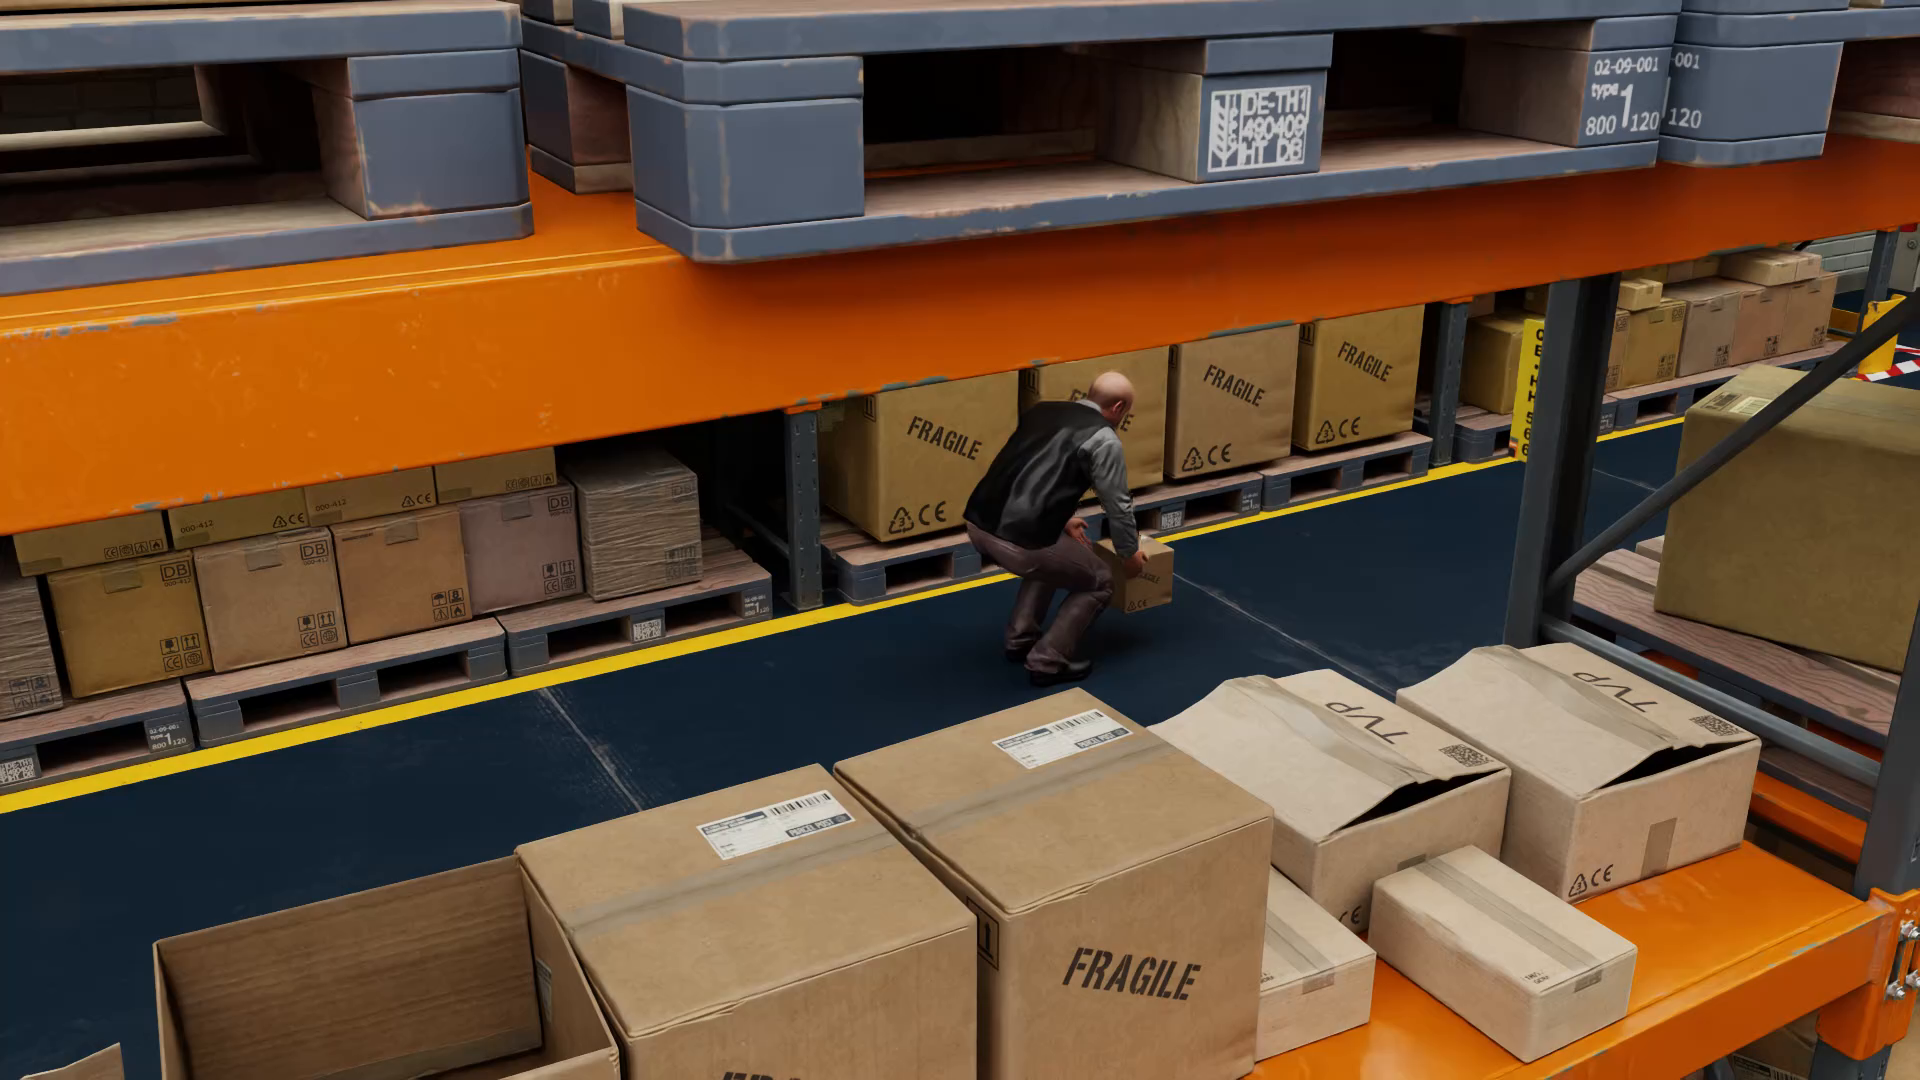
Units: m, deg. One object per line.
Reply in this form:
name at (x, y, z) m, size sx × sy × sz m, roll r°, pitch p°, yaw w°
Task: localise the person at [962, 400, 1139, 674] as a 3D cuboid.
person at (0.332, -0.027, 6.917) m, size 0.664 × 1.073 × 0.583 m, roll -13°, pitch 25°, yaw -29°
